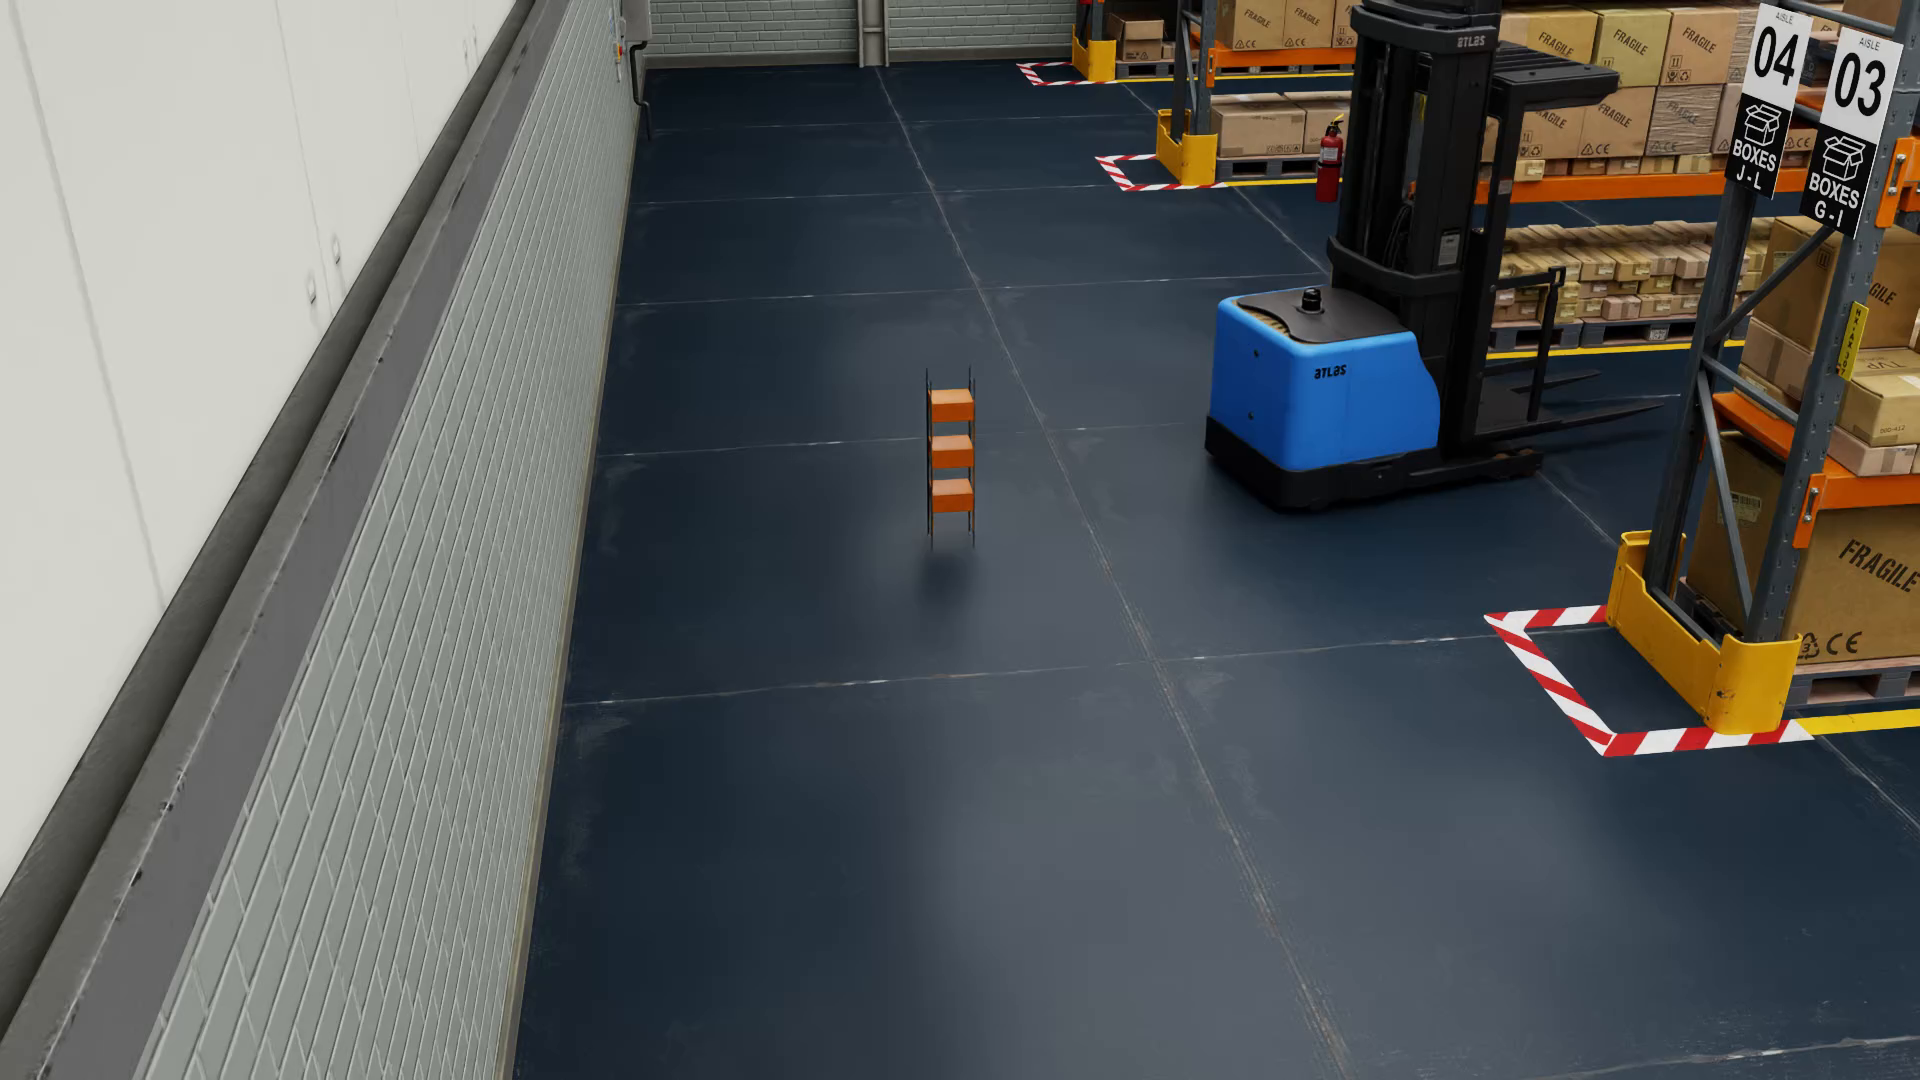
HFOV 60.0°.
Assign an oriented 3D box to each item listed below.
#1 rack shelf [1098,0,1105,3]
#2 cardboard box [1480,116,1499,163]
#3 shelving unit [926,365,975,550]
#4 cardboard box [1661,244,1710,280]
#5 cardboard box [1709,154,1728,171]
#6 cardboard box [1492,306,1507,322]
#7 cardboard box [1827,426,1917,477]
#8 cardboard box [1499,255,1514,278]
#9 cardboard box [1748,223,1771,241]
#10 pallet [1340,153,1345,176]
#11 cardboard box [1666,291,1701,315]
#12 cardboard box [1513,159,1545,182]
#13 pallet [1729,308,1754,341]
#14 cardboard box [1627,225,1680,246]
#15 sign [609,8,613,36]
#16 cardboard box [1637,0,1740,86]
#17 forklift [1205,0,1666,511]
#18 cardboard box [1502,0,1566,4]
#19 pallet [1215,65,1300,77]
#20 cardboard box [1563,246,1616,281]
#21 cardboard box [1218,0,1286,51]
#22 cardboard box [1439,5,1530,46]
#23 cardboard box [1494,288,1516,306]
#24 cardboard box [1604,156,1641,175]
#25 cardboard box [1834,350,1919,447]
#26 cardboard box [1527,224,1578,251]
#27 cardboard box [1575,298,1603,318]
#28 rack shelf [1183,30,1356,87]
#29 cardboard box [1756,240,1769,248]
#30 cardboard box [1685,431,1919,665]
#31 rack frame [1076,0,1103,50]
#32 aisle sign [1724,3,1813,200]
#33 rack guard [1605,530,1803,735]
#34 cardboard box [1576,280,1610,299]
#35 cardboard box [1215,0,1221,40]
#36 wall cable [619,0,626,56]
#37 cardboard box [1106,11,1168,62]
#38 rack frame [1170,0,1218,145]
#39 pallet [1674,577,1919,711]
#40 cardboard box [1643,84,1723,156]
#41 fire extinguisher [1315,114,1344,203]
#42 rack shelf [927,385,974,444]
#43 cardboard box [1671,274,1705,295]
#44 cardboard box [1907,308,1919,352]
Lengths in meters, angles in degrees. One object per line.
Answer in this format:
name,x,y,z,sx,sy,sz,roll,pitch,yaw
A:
rack shelf,3.627,-7.206,21.296,4.000,0.370,1.077,-4,27,-7
cardboard box,3.615,-3.005,11.884,0.500,0.500,0.500,-2,27,-5
shelving unit,-0.053,-0.464,9.504,0.252,1.050,0.215,-4,27,-7
cardboard box,5.495,-2.105,12.578,0.250,0.149,0.380,-5,28,-9
cardboard box,5.547,-2.859,12.311,0.250,0.149,0.380,-4,27,-8
cardboard box,3.943,-1.785,12.605,0.250,0.149,0.380,-4,27,-7
cardboard box,4.120,-0.437,7.591,0.250,0.149,0.380,-3,27,-7
cardboard box,3.954,-2.059,12.488,0.250,0.149,0.380,-3,27,-6
cardboard box,6.198,-2.404,13.161,0.250,0.149,0.380,-4,27,-8
pallet,4.328,-4.077,17.465,1.213,0.211,1.003,-4,27,-7
cardboard box,5.459,-1.866,12.763,0.250,0.149,0.380,-3,27,-6
cardboard box,4.018,-2.712,12.026,0.250,0.149,0.380,-4,27,-9
pallet,6.433,-1.879,13.181,1.213,0.211,1.003,-4,27,-7
cardboard box,5.421,-2.343,13.043,0.250,0.149,0.380,-5,28,-9
sign,-3.292,-4.881,15.680,0.001,0.218,0.327,-4,27,-7
cardboard box,5.134,-3.546,11.845,0.500,0.500,0.500,-5,28,-9
forklift,3.151,-1.894,10.230,3.031,2.935,1.130,-10,29,-19
cardboard box,4.052,-3.719,12.183,0.500,0.500,0.500,-5,28,-9
pallet,3.717,-6.290,21.778,1.213,0.211,1.003,-4,27,-7
cardboard box,4.732,-2.083,12.536,0.250,0.149,0.380,-3,27,-5
cardboard box,2.857,-5.101,16.295,0.500,0.500,0.500,-4,27,-8
cardboard box,3.613,-3.454,11.666,0.500,0.500,0.500,-4,27,-7
cardboard box,3.965,-1.884,12.473,0.250,0.149,0.380,-4,27,-7
cardboard box,4.776,-2.800,12.196,0.250,0.149,0.380,-4,27,-8
cardboard box,4.236,-0.649,7.568,0.500,0.250,0.500,-4,27,-8
cardboard box,4.640,-2.349,13.054,0.250,0.149,0.380,-3,27,-5
cardboard box,4.696,-1.830,12.693,0.250,0.149,0.380,-4,27,-7
rack shelf,4.323,-4.962,16.924,4.000,0.370,1.077,-4,27,-7
cardboard box,6.284,-2.168,12.701,0.250,0.149,0.380,-4,27,-8
cardboard box,4.345,0.006,8.320,0.875,0.875,0.875,-4,27,-7
rack frame,1.647,-7.399,20.884,0.127,3.000,1.000,-4,27,-7
aisle sign,3.610,-1.963,7.442,0.004,0.787,0.394,-4,27,-7
rack guard,3.699,0.438,8.348,0.348,0.500,1.175,-4,27,-7
cardboard box,4.714,-1.967,12.634,0.250,0.149,0.380,-5,28,-10
cardboard box,2.783,-5.350,16.782,0.500,0.500,0.500,-4,27,-7
wall cable,-3.447,-5.879,16.808,0.122,1.984,0.588,-4,27,-7
cardboard box,2.266,-6.471,21.351,0.637,0.503,0.797,-5,28,-9
rack frame,2.342,-5.155,16.512,0.127,3.000,1.000,-4,27,-7
pallet,4.504,0.479,8.585,1.213,0.211,1.003,-4,27,-7
cardboard box,5.132,-3.111,12.091,0.500,0.500,0.500,-4,27,-8
fire extinguisher,2.818,-2.916,12.641,0.183,0.674,0.296,-4,27,-7
rack shelf,-0.053,-0.707,9.379,0.240,0.259,0.215,-4,27,-7
cardboard box,5.516,-2.013,12.725,0.250,0.149,0.380,-5,28,-10
cardboard box,4.668,-0.924,8.103,0.500,0.250,0.500,-4,27,-8
